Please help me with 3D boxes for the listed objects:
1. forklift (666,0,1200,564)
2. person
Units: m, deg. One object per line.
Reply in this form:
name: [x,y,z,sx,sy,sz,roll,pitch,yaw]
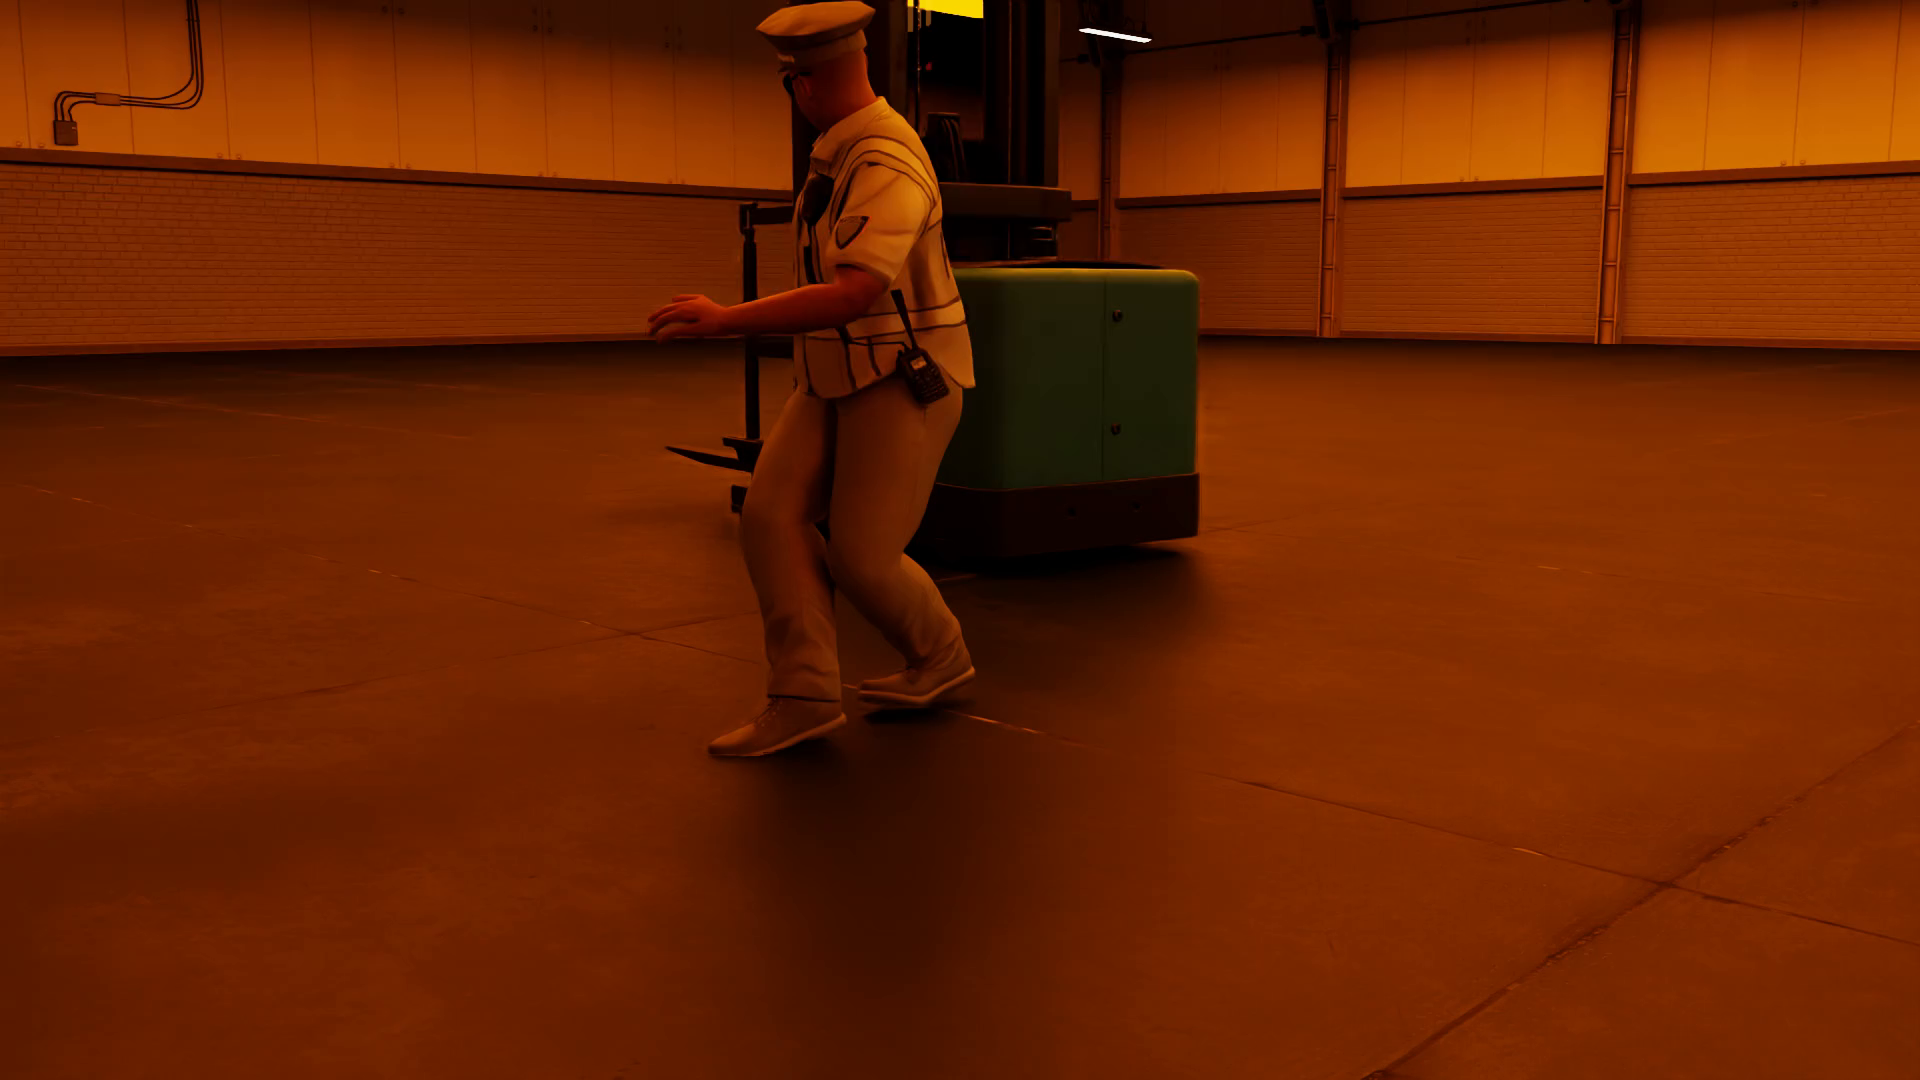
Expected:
forklift: [-0.336,-1.538,7.088,1.130,2.935,3.031,-6,10,-34]
person: [-0.354,-0.366,3.804,0.828,1.646,0.814,-6,10,-33]
